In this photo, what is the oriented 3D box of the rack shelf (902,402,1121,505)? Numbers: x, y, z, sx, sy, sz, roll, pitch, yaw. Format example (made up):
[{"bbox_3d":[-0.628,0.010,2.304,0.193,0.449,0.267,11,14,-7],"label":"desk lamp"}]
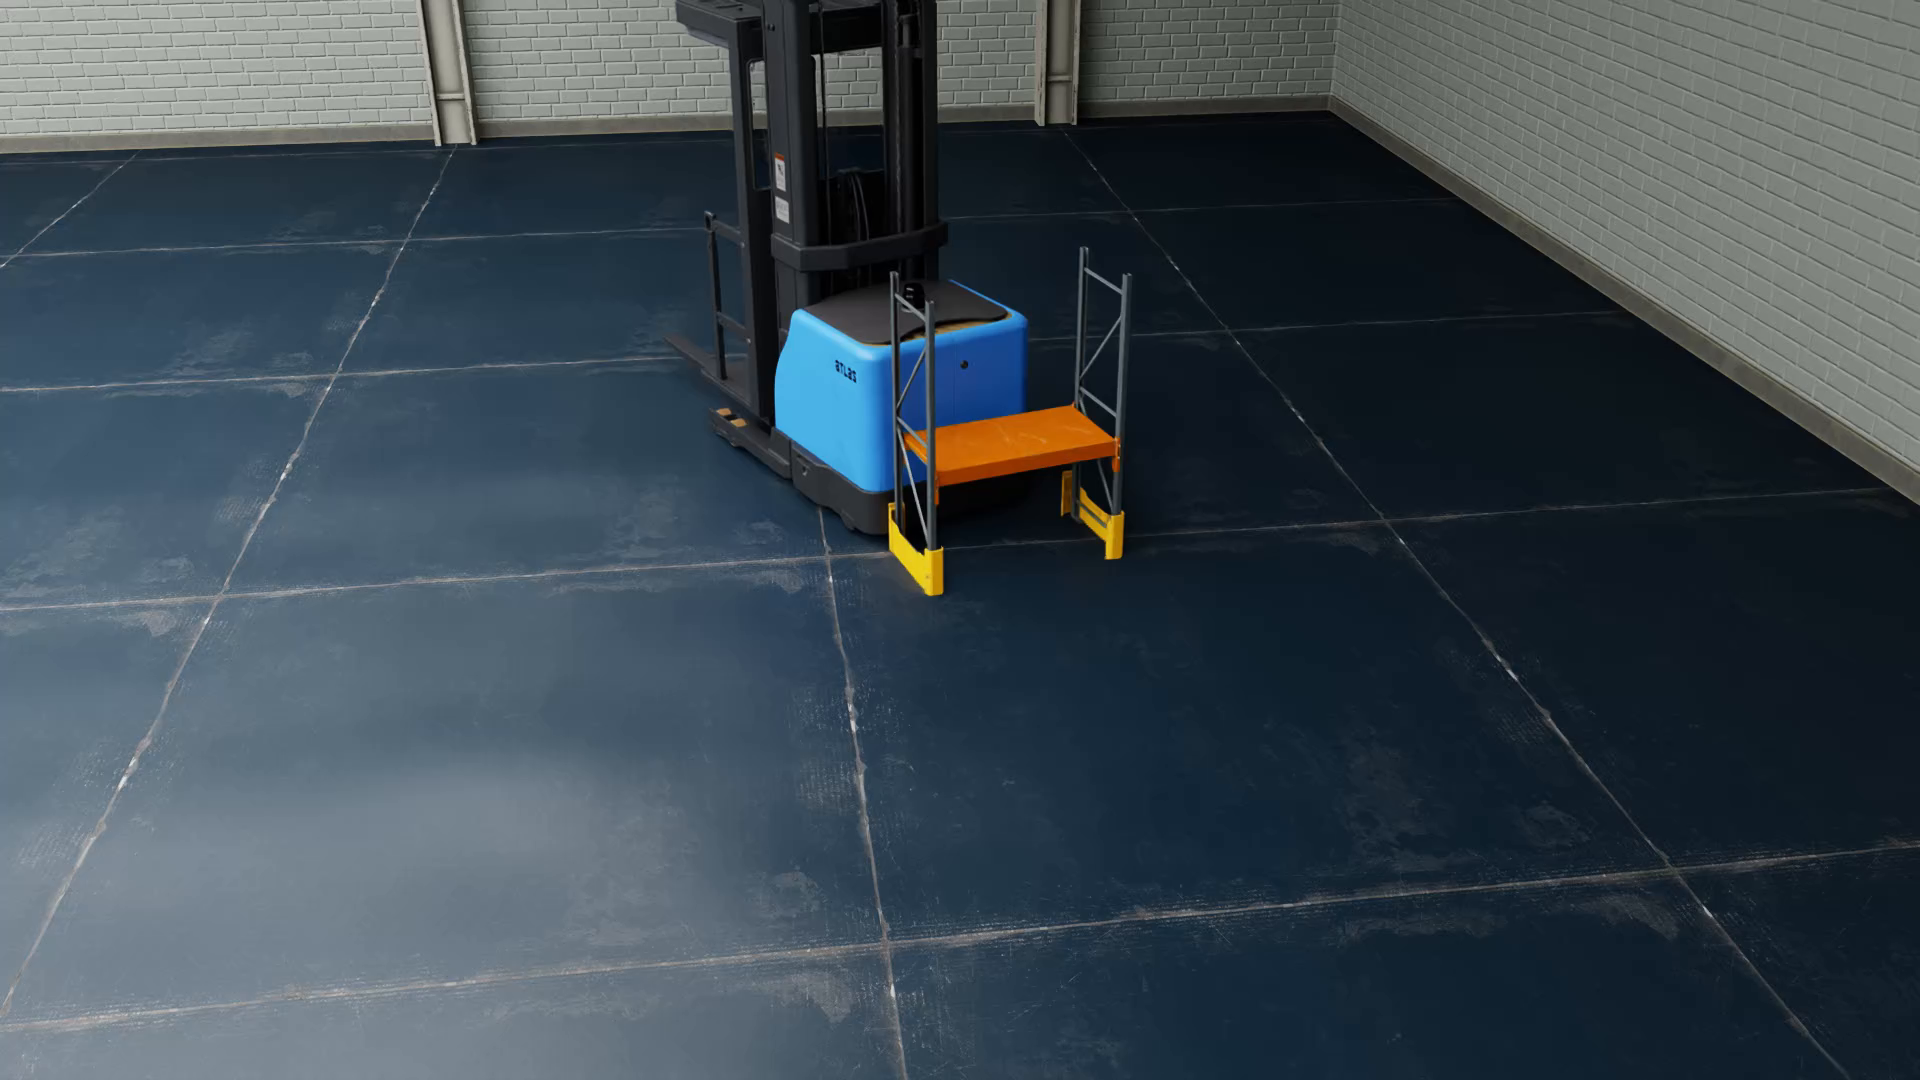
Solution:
[{"bbox_3d":[0.242,-0.445,8.369,1.000,0.185,0.538,-11,29,-20],"label":"rack shelf"}]

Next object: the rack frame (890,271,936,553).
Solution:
[{"bbox_3d":[-0.226,-0.515,8.111,0.032,1.500,0.500,-11,29,-20],"label":"rack frame"}]

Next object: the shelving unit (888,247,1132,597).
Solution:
[{"bbox_3d":[0.234,-0.604,8.284,1.083,1.500,0.587,-11,29,-20],"label":"shelving unit"}]

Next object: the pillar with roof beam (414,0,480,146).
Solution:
[{"bbox_3d":[-4.354,-5.993,10.573,0.400,9.000,9.100,-4,27,-7],"label":"pillar with roof beam"}]

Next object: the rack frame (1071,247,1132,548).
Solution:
[{"bbox_3d":[0.711,-0.696,8.463,0.032,1.500,0.500,-11,29,-20],"label":"rack frame"}]

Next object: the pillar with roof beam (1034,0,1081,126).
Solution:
[{"bbox_3d":[1.587,-6.375,11.317,0.400,9.000,9.100,-4,27,-7],"label":"pillar with roof beam"}]

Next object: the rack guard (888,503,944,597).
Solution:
[{"bbox_3d":[-0.225,0.041,8.397,0.087,0.250,0.587,-11,29,-20],"label":"rack guard"}]

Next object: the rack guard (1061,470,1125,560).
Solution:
[{"bbox_3d":[0.693,-0.136,8.742,0.087,0.250,0.587,-11,29,-20],"label":"rack guard"}]

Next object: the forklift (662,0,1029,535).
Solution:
[{"bbox_3d":[-0.847,-1.958,9.356,1.130,2.935,3.031,-17,31,-29],"label":"forklift"}]
